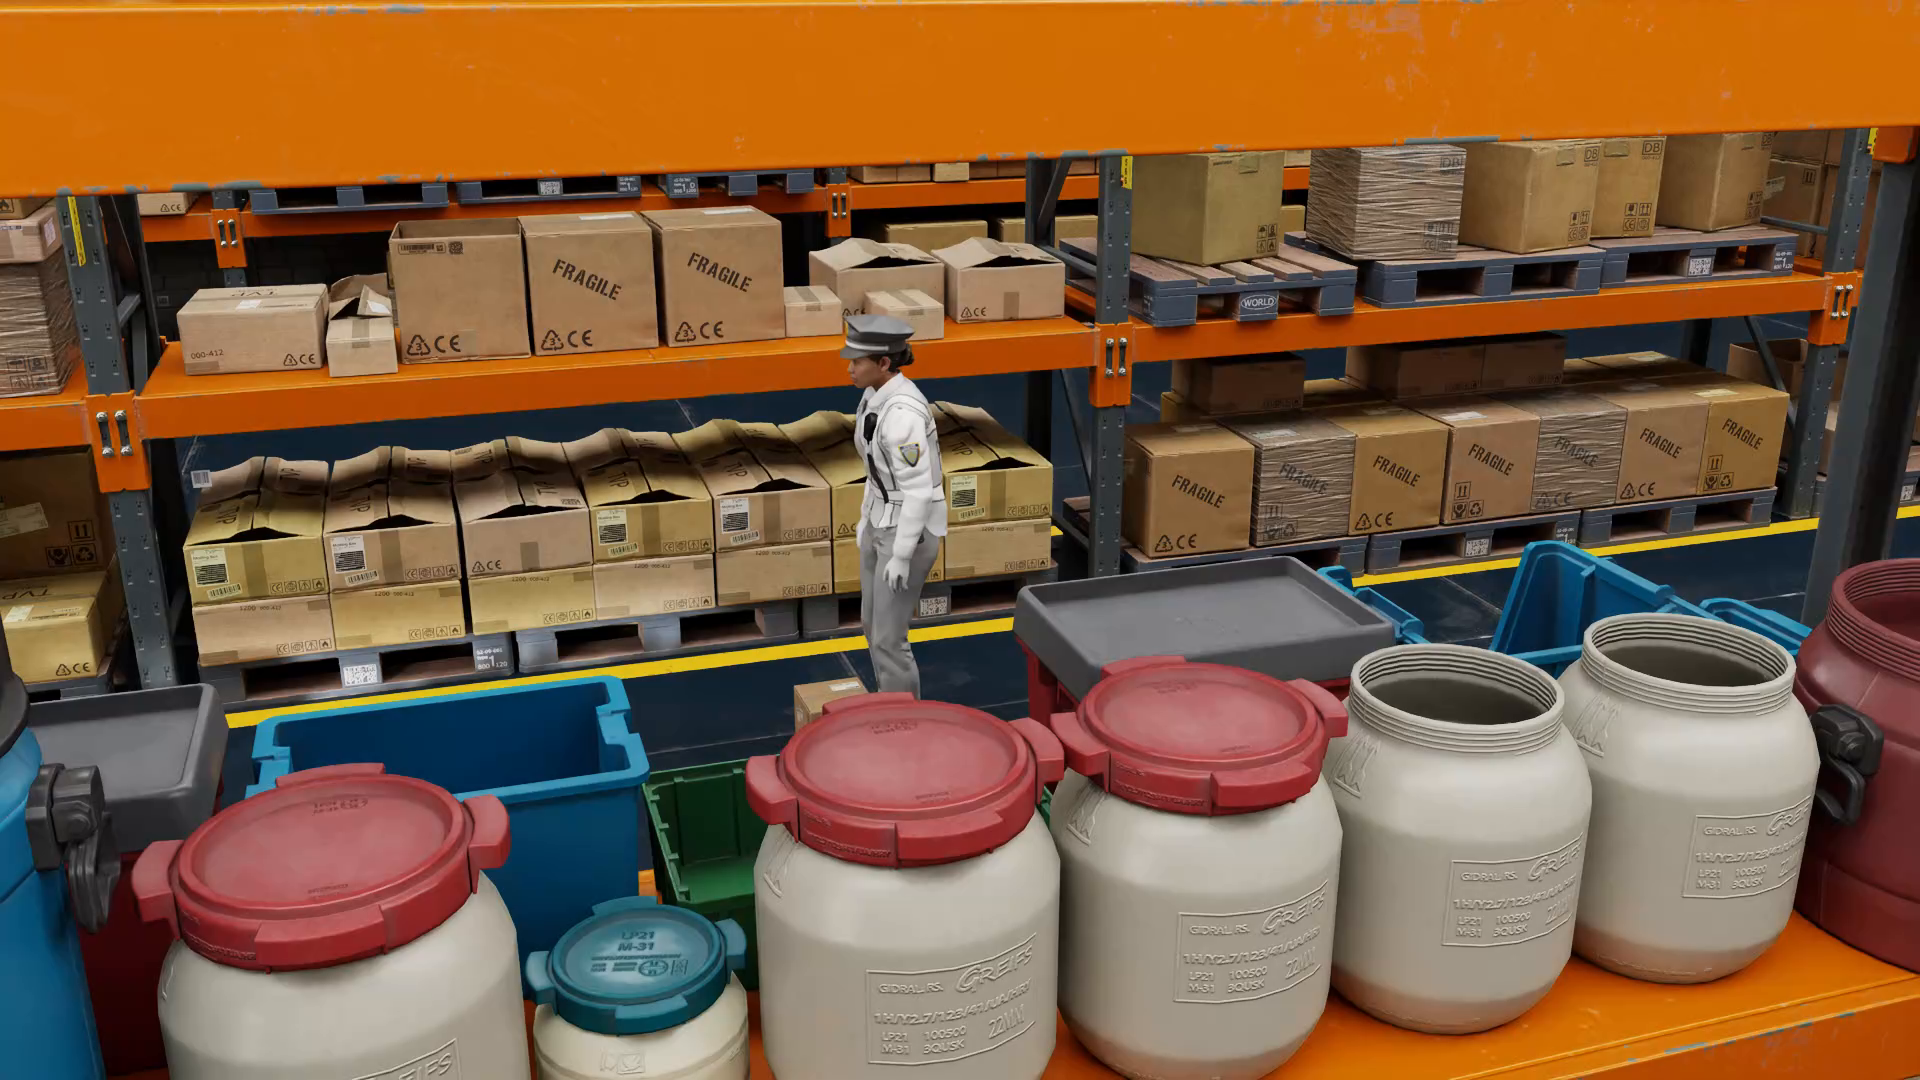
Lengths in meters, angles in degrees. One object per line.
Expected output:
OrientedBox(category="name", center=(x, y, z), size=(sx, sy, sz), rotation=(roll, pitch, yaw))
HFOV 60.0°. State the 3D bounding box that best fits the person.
OrientedBox(category="person", center=(-0.259, -0.002, 6.068), size=(0.403, 1.664, 0.529), rotation=(-6, 20, -17))
